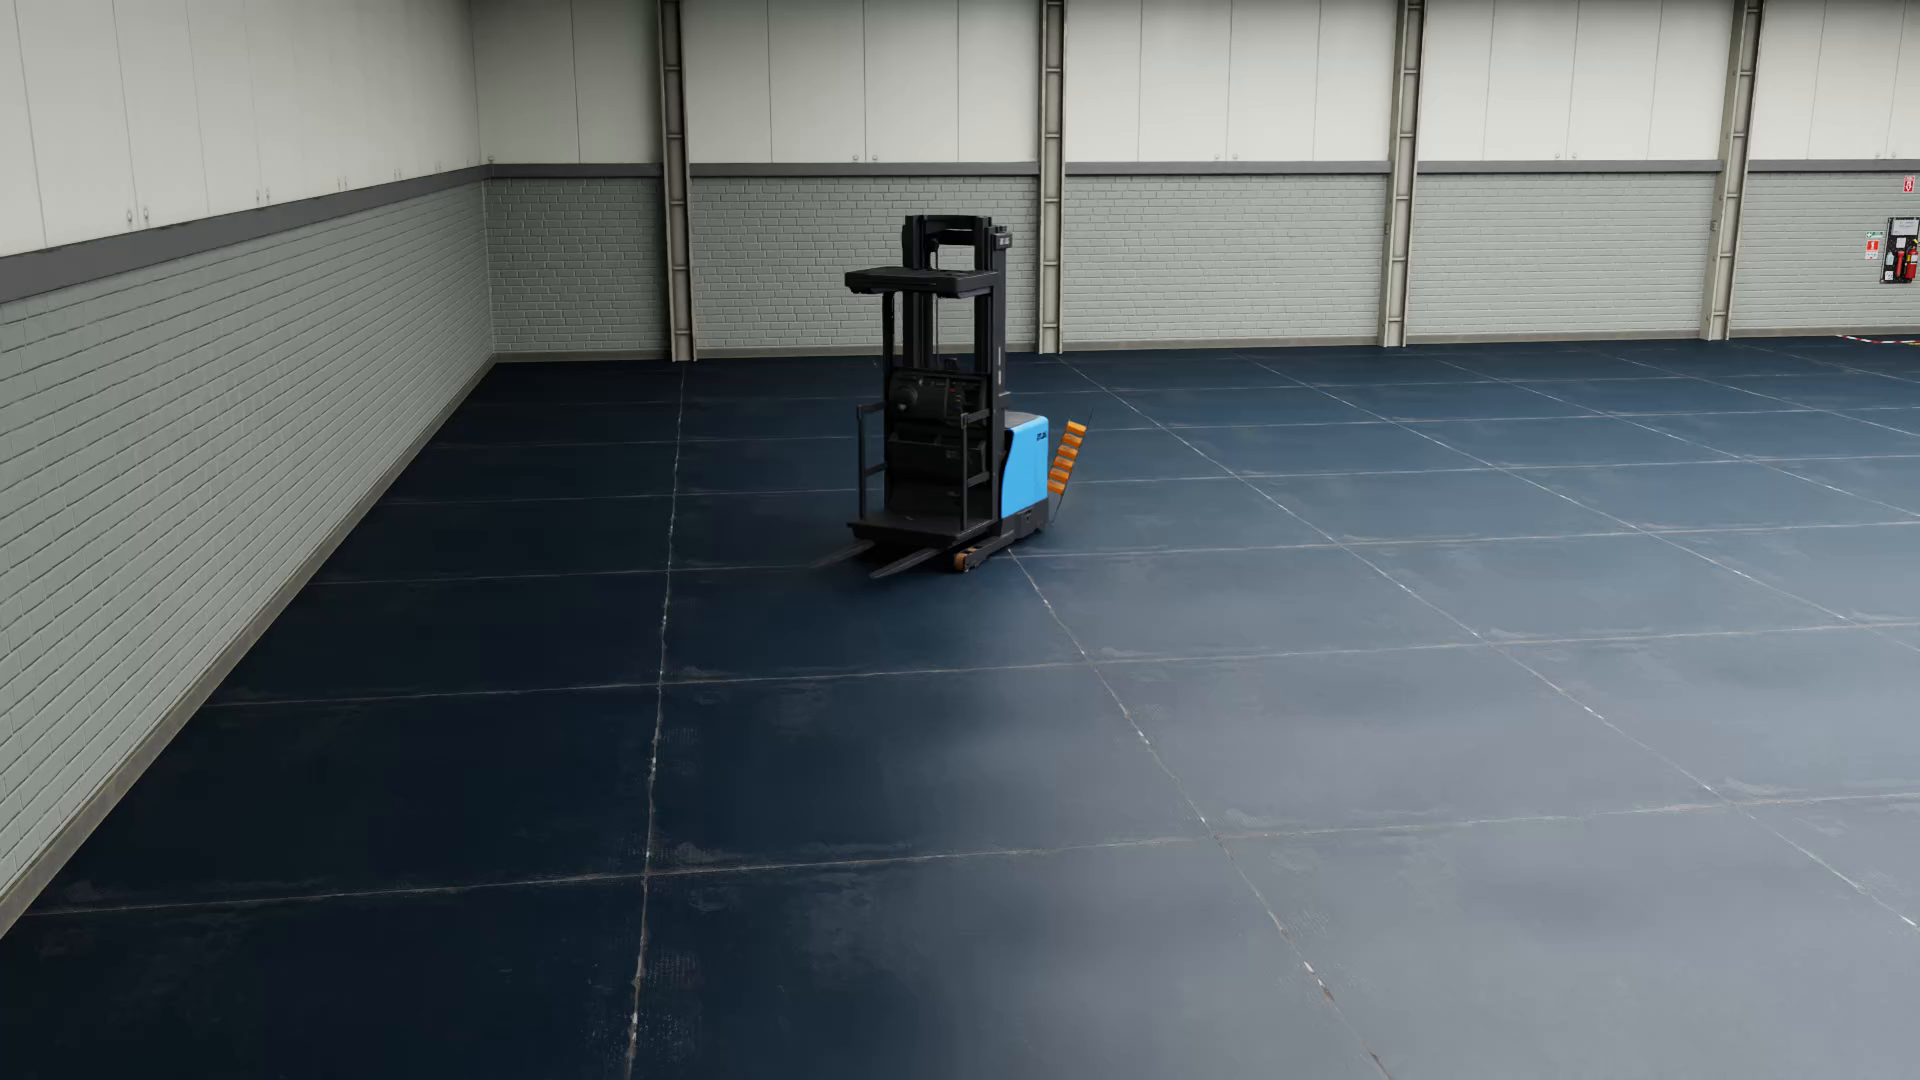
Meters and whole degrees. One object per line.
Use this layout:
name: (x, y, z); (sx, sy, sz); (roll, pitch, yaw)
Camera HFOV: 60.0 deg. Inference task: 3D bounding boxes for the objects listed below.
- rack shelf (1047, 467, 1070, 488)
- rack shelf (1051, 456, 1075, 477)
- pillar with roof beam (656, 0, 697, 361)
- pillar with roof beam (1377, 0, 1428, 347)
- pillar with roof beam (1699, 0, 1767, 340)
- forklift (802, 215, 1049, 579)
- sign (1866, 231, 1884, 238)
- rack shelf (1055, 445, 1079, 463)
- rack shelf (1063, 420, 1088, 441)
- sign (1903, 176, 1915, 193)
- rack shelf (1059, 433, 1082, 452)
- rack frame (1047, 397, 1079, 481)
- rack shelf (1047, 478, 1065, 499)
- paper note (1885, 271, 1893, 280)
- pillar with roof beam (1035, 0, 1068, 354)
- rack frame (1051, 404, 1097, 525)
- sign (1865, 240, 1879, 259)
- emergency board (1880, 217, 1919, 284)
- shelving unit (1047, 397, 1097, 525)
rack shelf: (0.939, -0.594, 15.789); (0.180, 0.103, 0.258); (21, 17, 6)
rack shelf: (0.977, -0.702, 15.754); (0.180, 0.103, 0.258); (21, 17, 6)
pillar with roof beam: (-3.811, -6.240, 21.633); (0.400, 9.000, 9.100); (-2, 14, -8)
pillar with roof beam: (8.055, -6.675, 23.367); (0.400, 9.000, 9.100); (-2, 14, -8)
pillar with roof beam: (13.988, -6.892, 24.234); (0.400, 9.000, 9.100); (-2, 14, -8)
forklift: (-0.290, -1.268, 14.281); (1.130, 2.935, 3.031); (7, 16, 26)
sign: (16.274, -5.432, 29.582); (0.331, 0.109, 0.001); (-2, 14, -8)
rack shelf: (1.014, -0.811, 15.720); (0.180, 0.103, 0.258); (21, 17, 6)
rack shelf: (1.090, -1.028, 15.651); (0.180, 0.103, 0.258); (21, 17, 6)
sign: (16.808, -6.303, 29.452); (0.199, 0.298, 0.001); (-2, 14, -8)
rack shelf: (1.052, -0.919, 15.686); (0.180, 0.103, 0.258); (21, 17, 6)
rack frame: (0.906, -0.775, 15.751); (0.006, 1.200, 0.240); (21, 17, 6)
rack shelf: (0.901, -0.485, 15.823); (0.180, 0.103, 0.258); (21, 17, 6)
paper note: (16.645, -4.738, 29.787); (0.142, 0.148, 0.016); (-2, 14, -8)
pillar with roof beam: (2.122, -6.458, 22.500); (0.400, 9.000, 9.100); (-2, 14, -8)
rack frame: (1.076, -0.710, 15.733); (0.006, 1.200, 0.240); (21, 17, 6)
sign: (16.268, -5.177, 29.654); (0.234, 0.329, 0.001); (-2, 14, -8)
emergency board: (16.831, -5.155, 29.639); (0.643, 1.169, 0.194); (-2, 14, -8)
shelving unit: (0.991, -0.742, 15.742); (0.189, 1.200, 0.258); (21, 17, 6)
